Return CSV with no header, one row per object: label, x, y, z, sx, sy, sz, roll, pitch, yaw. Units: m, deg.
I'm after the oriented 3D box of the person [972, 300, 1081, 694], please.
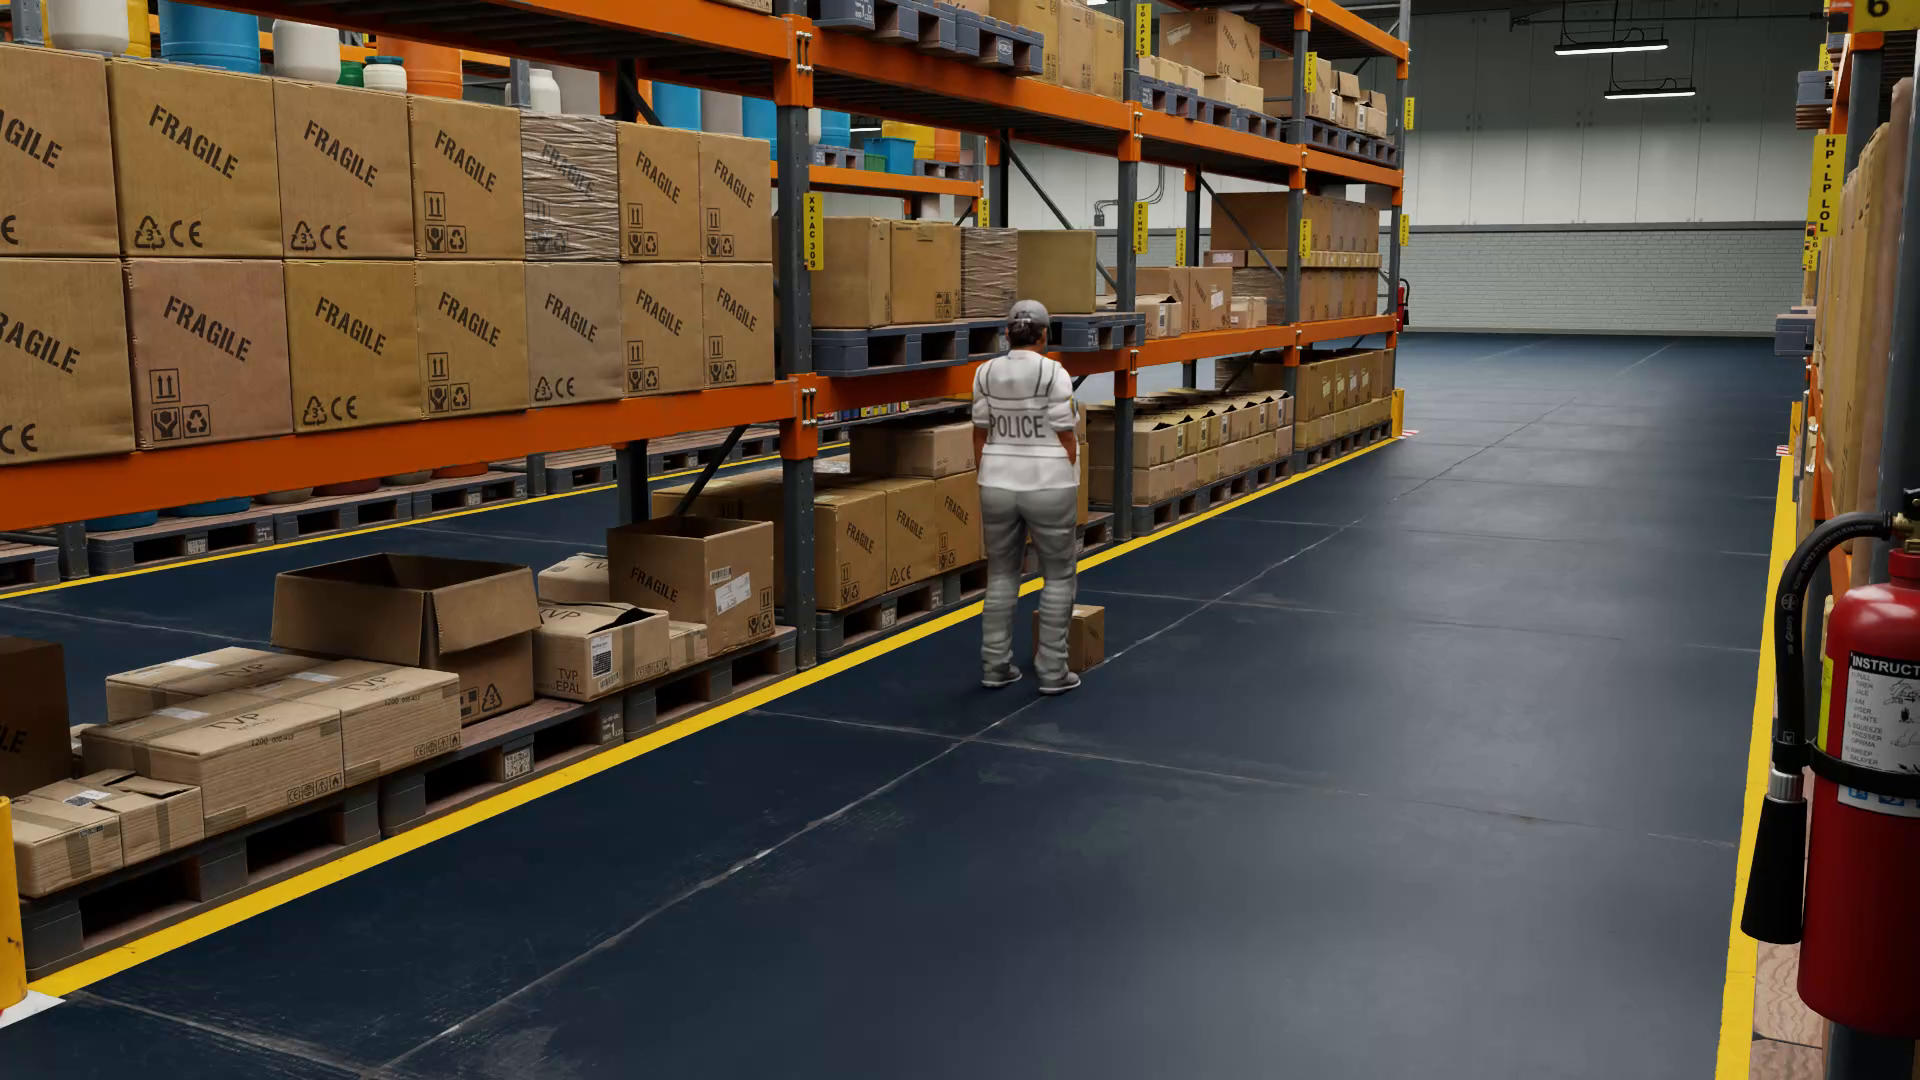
person,0.278,-0.181,7.044,0.474,1.654,0.389,4,10,26
